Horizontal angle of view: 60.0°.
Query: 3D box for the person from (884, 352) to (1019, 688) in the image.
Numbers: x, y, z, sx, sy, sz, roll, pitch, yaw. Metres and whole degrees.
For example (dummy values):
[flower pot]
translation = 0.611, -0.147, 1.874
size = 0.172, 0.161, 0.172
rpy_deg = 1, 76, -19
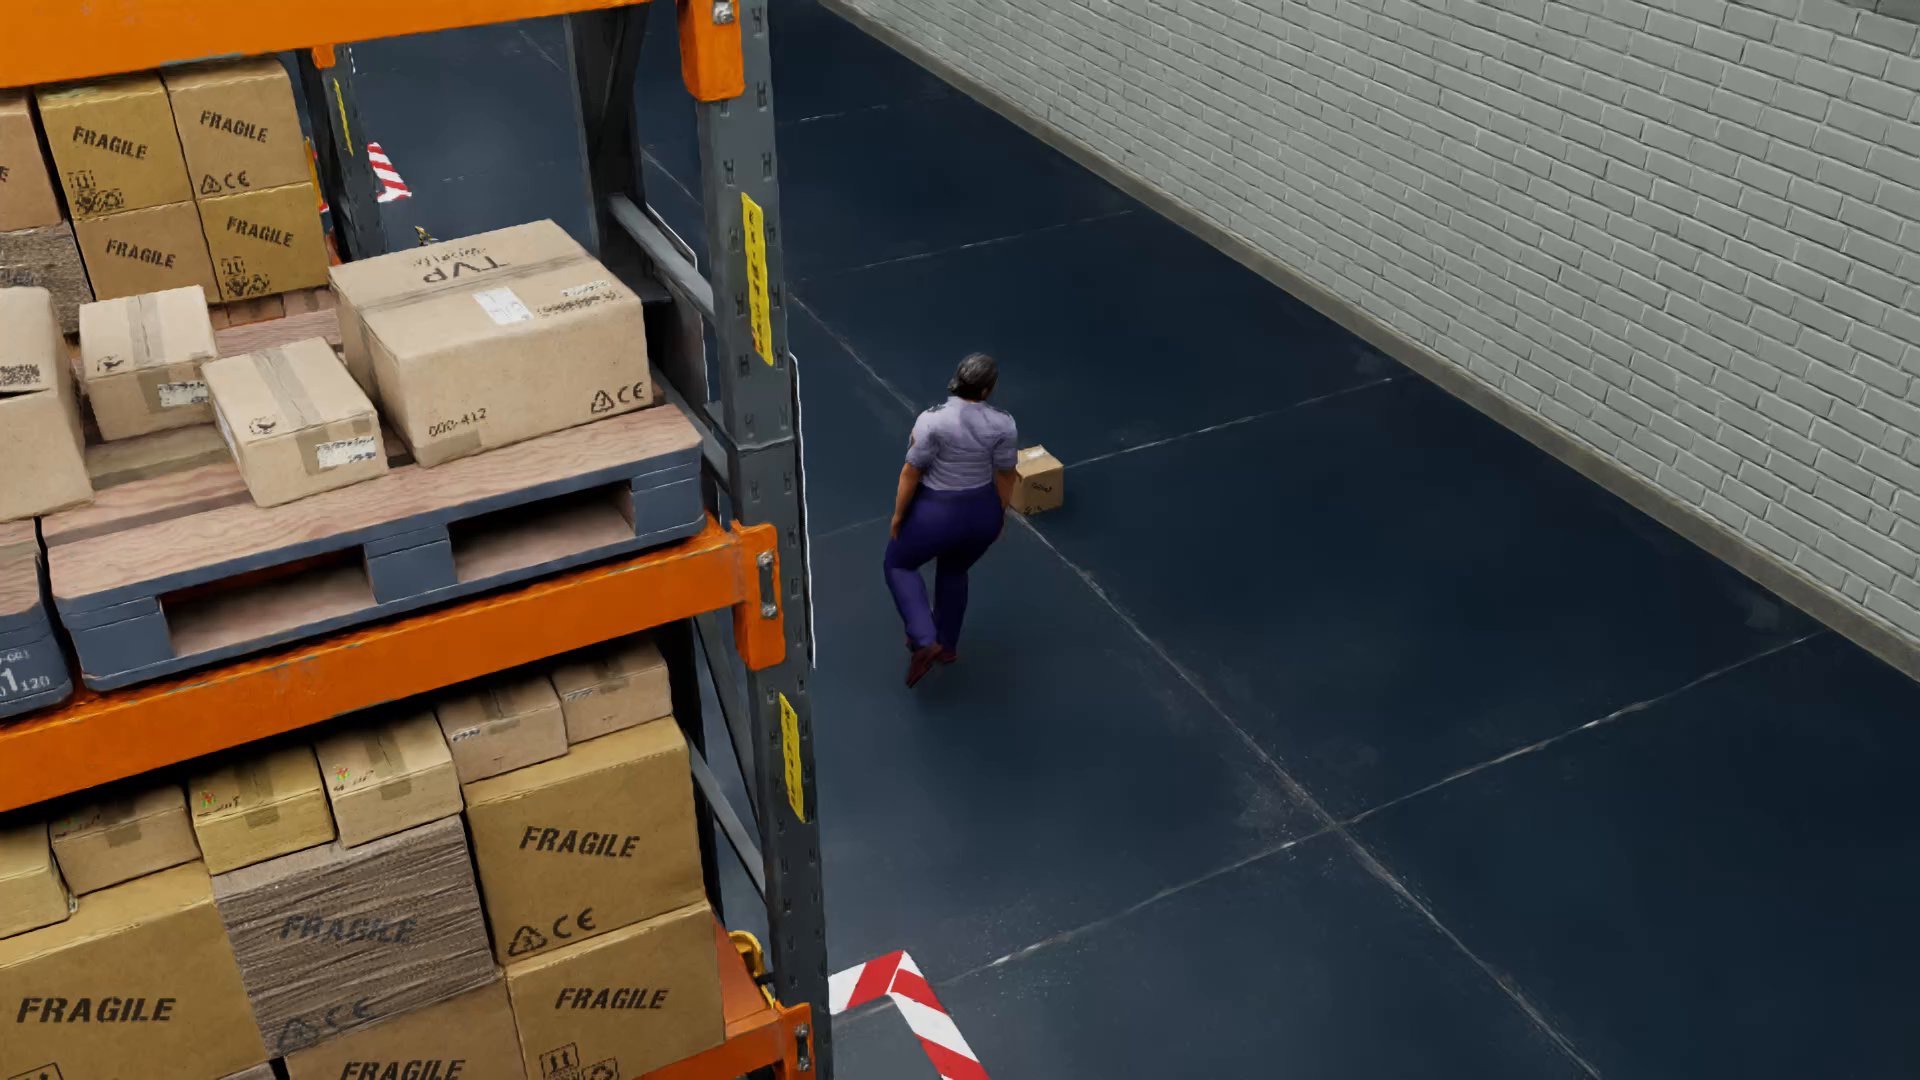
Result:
[person]
translation = -0.043, -0.100, 7.339
size = 0.561, 1.623, 0.516
rpy_deg = -12, 35, -18
